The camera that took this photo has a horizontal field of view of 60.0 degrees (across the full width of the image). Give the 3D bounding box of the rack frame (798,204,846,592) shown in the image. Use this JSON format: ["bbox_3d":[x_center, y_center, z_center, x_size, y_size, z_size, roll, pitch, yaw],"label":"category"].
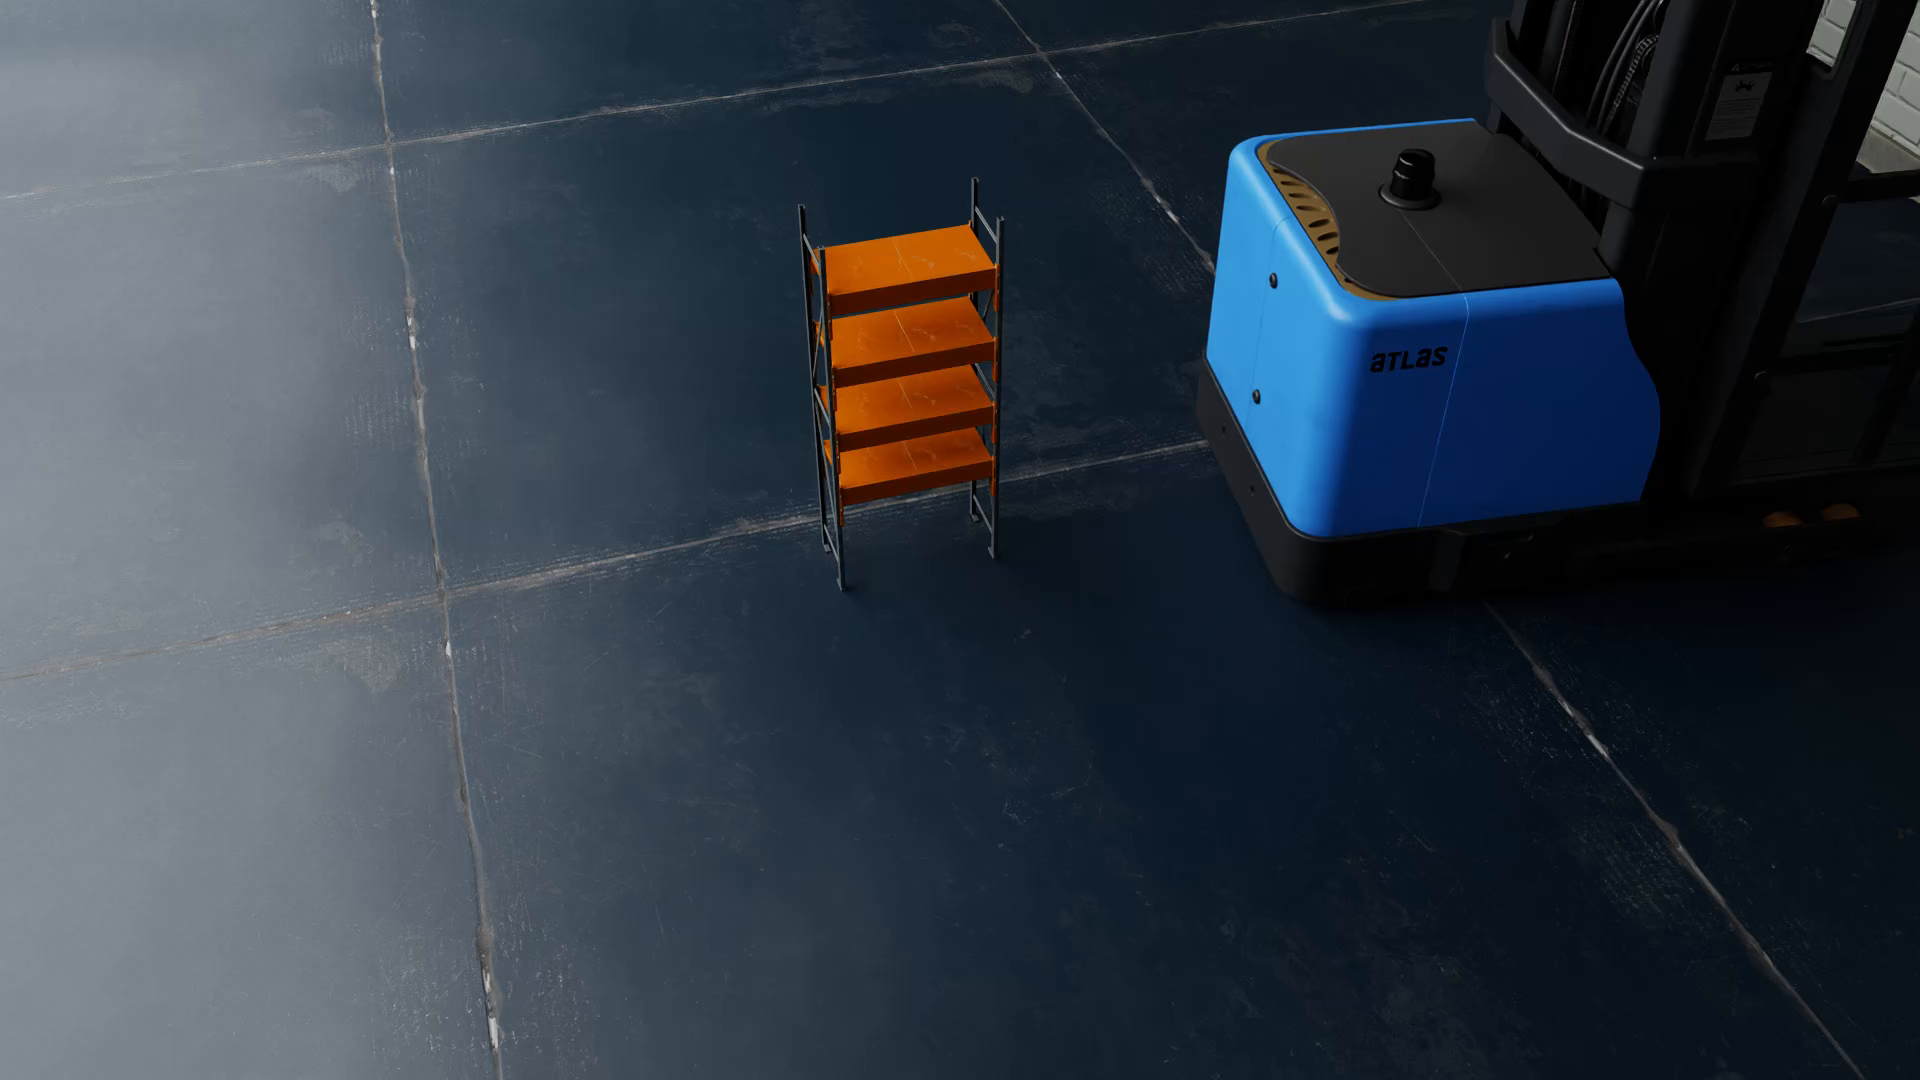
[{"bbox_3d":[-0.391,-0.371,4.763,0.015,1.200,0.240,-12,42,-13],"label":"rack frame"}]

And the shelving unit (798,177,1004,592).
[{"bbox_3d":[-0.158,-0.419,4.818,0.503,1.200,0.258,-12,42,-13],"label":"shelving unit"}]

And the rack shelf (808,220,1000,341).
[{"bbox_3d":[-0.158,-0.715,4.559,0.480,0.148,0.258,-12,42,-13],"label":"rack shelf"}]

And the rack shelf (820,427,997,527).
[{"bbox_3d":[-0.158,-0.219,4.993,0.480,0.148,0.258,-12,42,-13],"label":"rack shelf"}]

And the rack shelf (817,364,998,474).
[{"bbox_3d":[-0.158,-0.368,4.862,0.480,0.148,0.258,-12,42,-13],"label":"rack shelf"}]

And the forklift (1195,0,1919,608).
[{"bbox_3d":[2.363,-1.368,4.589,3.031,2.935,1.130,-7,42,-8],"label":"forklift"}]

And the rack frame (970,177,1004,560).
[{"bbox_3d":[0.075,-0.467,4.873,0.015,1.200,0.240,-12,42,-13],"label":"rack frame"}]

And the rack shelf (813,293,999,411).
[{"bbox_3d":[-0.158,-0.537,4.715,0.480,0.148,0.258,-12,42,-13],"label":"rack shelf"}]
